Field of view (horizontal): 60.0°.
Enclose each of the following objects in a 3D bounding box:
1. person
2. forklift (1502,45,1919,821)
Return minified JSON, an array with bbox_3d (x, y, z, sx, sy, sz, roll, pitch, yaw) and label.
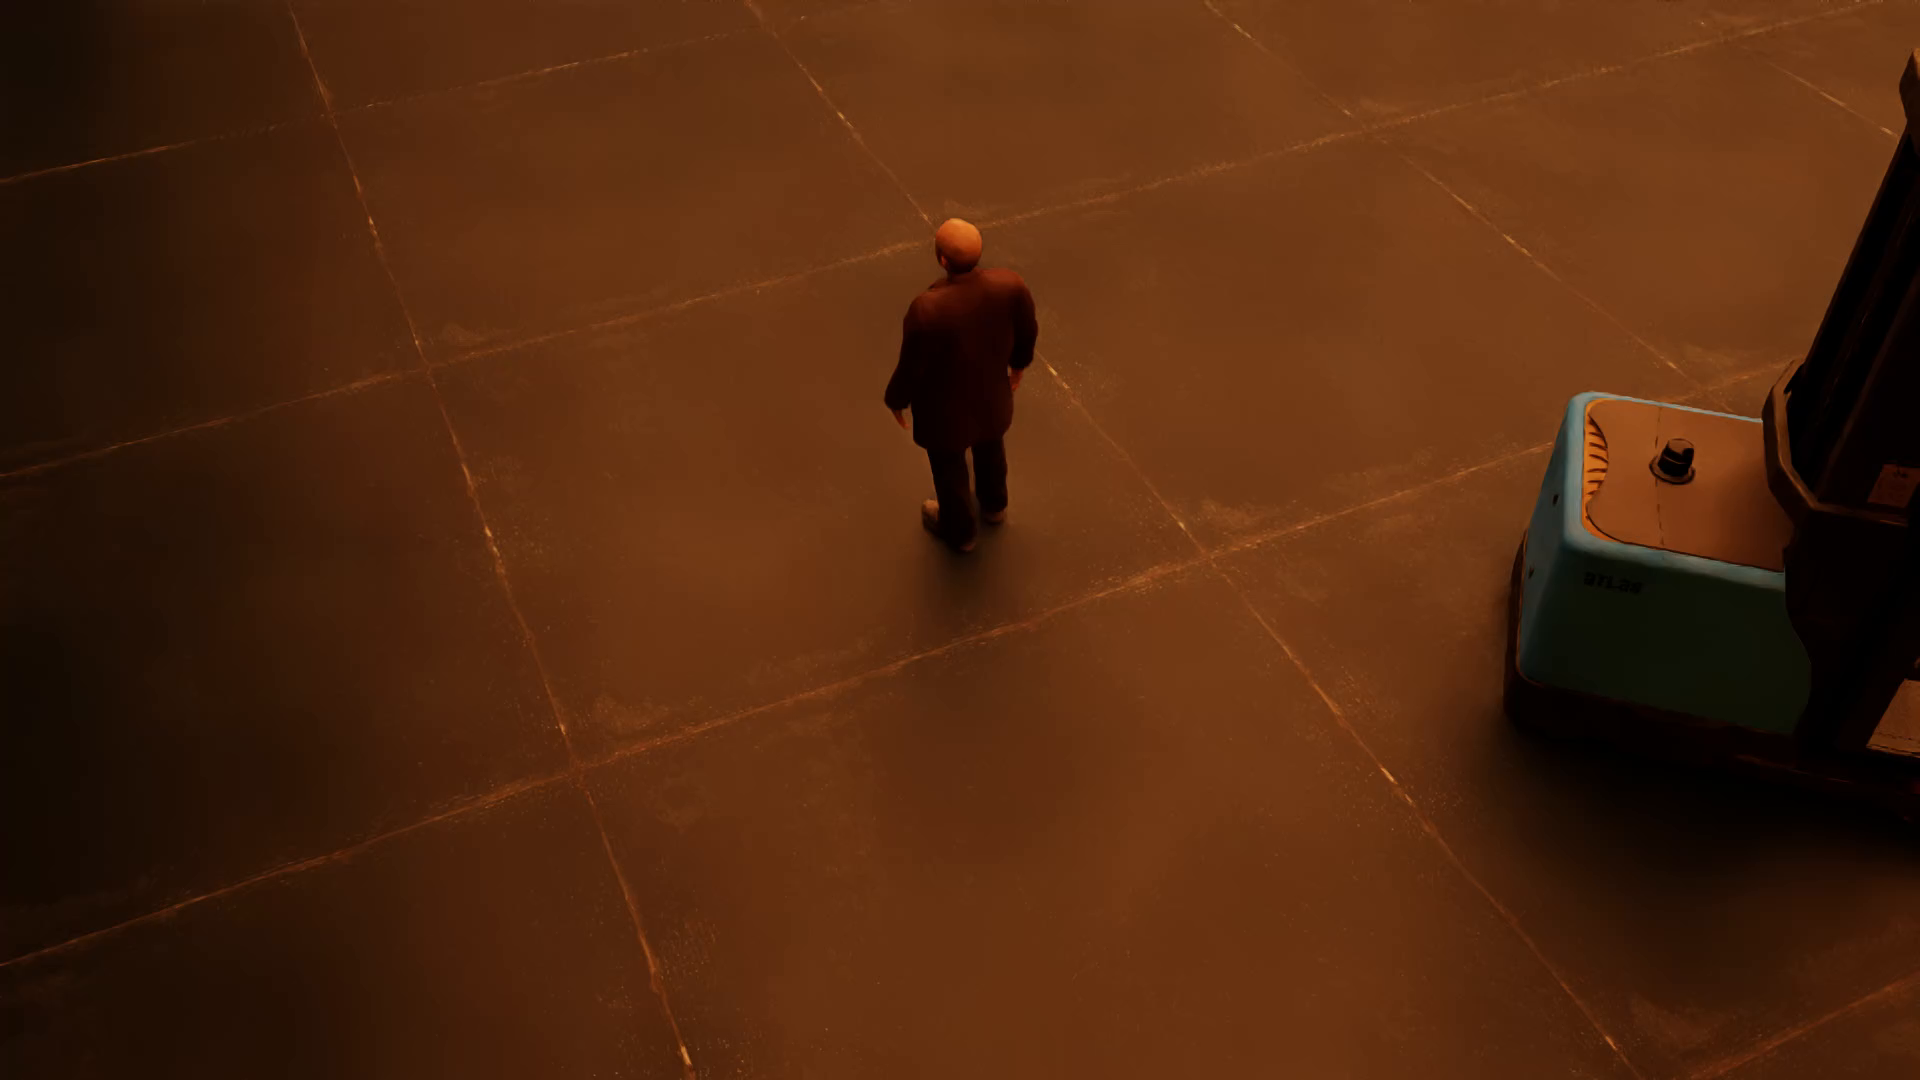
[{"bbox_3d":[-0.034,-0.642,7.345,0.694,1.582,0.580,-18,46,-18],"label":"person"},{"bbox_3d":[3.854,-0.322,6.025,3.031,2.935,1.130,11,44,12],"label":"forklift"}]
